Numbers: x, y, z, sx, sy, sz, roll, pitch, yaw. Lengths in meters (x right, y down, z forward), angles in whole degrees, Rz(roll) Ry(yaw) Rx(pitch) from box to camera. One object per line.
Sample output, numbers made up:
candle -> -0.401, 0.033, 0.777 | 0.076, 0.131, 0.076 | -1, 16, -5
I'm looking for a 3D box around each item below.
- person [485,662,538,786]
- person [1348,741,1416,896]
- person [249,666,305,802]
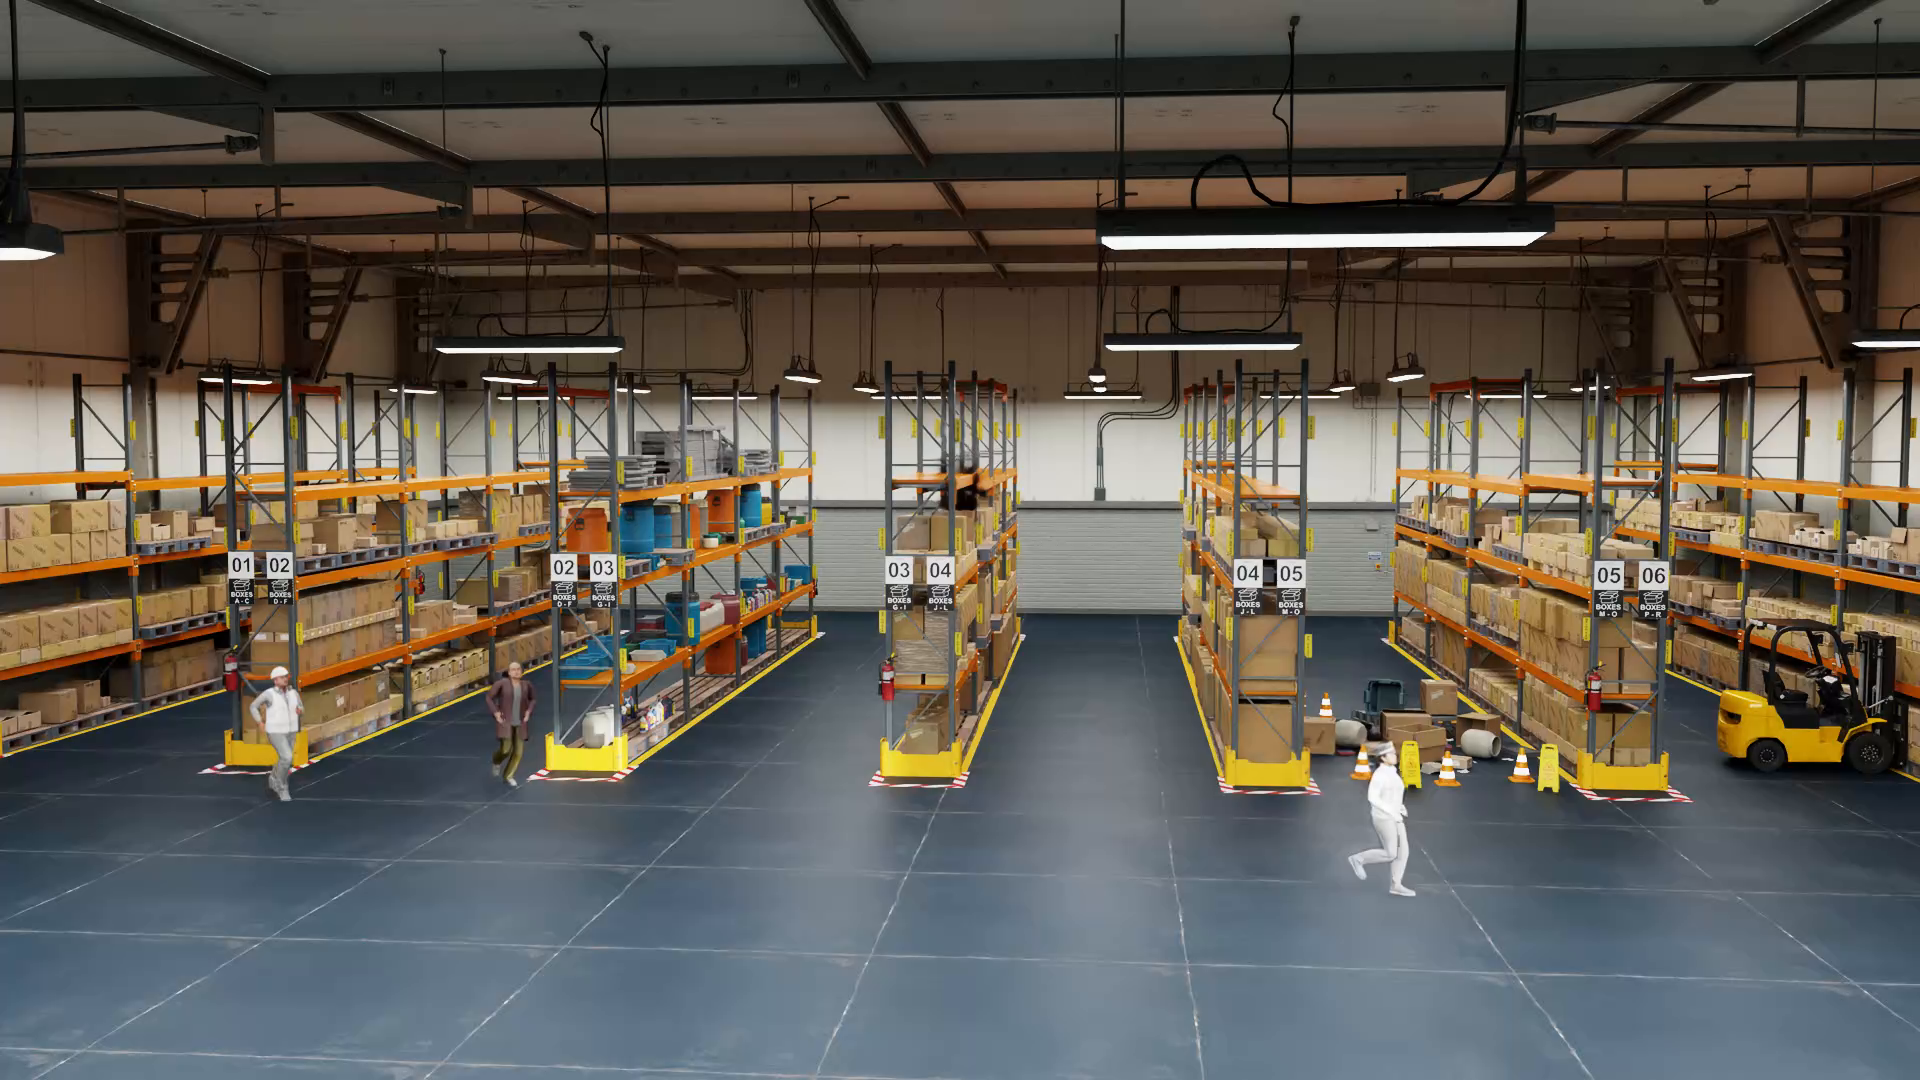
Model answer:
person -> -6.343, 2.592, 23.596 | 0.736, 1.732, 0.622 | -2, 4, -31
person -> 4.585, 2.984, 17.969 | 0.729, 1.659, 0.631 | 2, 4, 32
person -> -9.220, 2.635, 22.612 | 0.752, 1.831, 0.627 | 2, 4, 29
